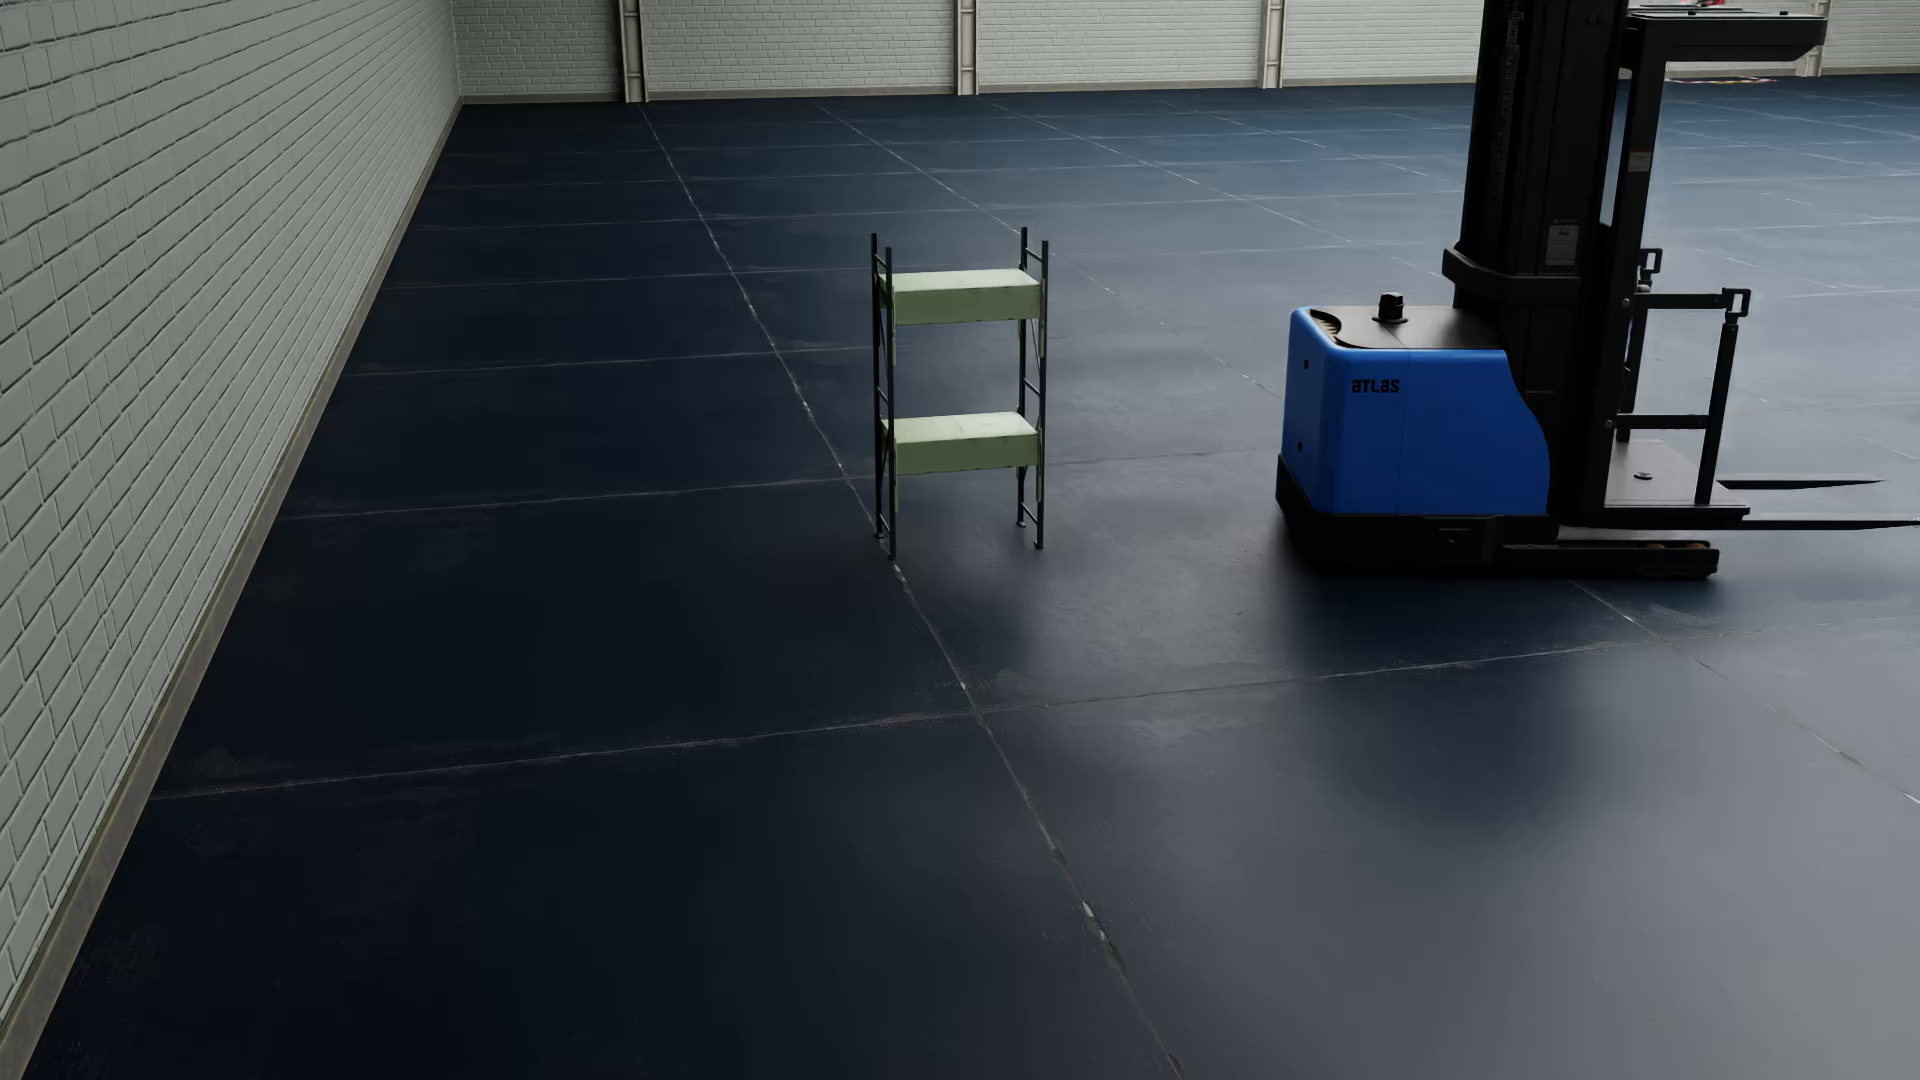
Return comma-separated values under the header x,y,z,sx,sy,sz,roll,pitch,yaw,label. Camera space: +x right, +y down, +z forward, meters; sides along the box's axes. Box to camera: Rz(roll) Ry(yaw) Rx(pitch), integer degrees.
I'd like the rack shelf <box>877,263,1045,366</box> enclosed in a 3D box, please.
x,y,z,sx,sy,sz,roll,pitch,yaw,label
-0.006,-1.070,7.838,0.720,0.370,0.431,-5,21,-12,rack shelf

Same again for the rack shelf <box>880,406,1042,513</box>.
x,y,z,sx,sy,sz,roll,pitch,yaw,label
-0.006,-0.398,8.085,0.720,0.370,0.431,-5,21,-12,rack shelf

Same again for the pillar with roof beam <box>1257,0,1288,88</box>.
x,y,z,sx,sy,sz,roll,pitch,yaw,label
6.945,-11.498,26.538,0.400,9.000,9.100,-5,21,-12,pillar with roof beam

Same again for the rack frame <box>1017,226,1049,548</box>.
x,y,z,sx,sy,sz,roll,pitch,yaw,label
0.350,-0.733,8.052,0.023,1.500,0.400,-5,21,-12,rack frame

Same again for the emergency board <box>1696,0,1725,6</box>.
x,y,z,sx,sy,sz,roll,pitch,yaw,label
15.219,-10.889,33.597,0.643,1.169,0.194,-5,21,-12,emergency board

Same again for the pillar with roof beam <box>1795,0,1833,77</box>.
x,y,z,sx,sy,sz,roll,pitch,yaw,label
18.623,-12.448,29.131,0.400,9.000,9.100,-5,21,-12,pillar with roof beam

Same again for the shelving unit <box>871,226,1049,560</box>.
x,y,z,sx,sy,sz,roll,pitch,yaw,label
-0.006,-0.704,7.973,0.755,1.500,0.431,-5,21,-12,shelving unit

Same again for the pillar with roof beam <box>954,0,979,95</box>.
x,y,z,sx,sy,sz,roll,pitch,yaw,label
1.107,-11.023,25.241,0.400,9.000,9.100,-5,21,-12,pillar with roof beam

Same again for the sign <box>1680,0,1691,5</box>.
x,y,z,sx,sy,sz,roll,pitch,yaw,label
14.657,-10.897,33.566,0.234,0.329,0.001,-5,21,-12,sign

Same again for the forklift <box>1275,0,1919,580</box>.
x,y,z,sx,sy,sz,roll,pitch,yaw,label
3.147,-1.376,7.727,3.031,2.935,1.130,0,20,0,forklift

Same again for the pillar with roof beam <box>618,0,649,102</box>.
x,y,z,sx,sy,sz,roll,pitch,yaw,label
-4.732,-10.548,23.945,0.400,9.000,9.100,-5,21,-12,pillar with roof beam

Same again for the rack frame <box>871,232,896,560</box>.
x,y,z,sx,sy,sz,roll,pitch,yaw,label
-0.363,-0.675,7.894,0.023,1.500,0.400,-5,21,-12,rack frame
